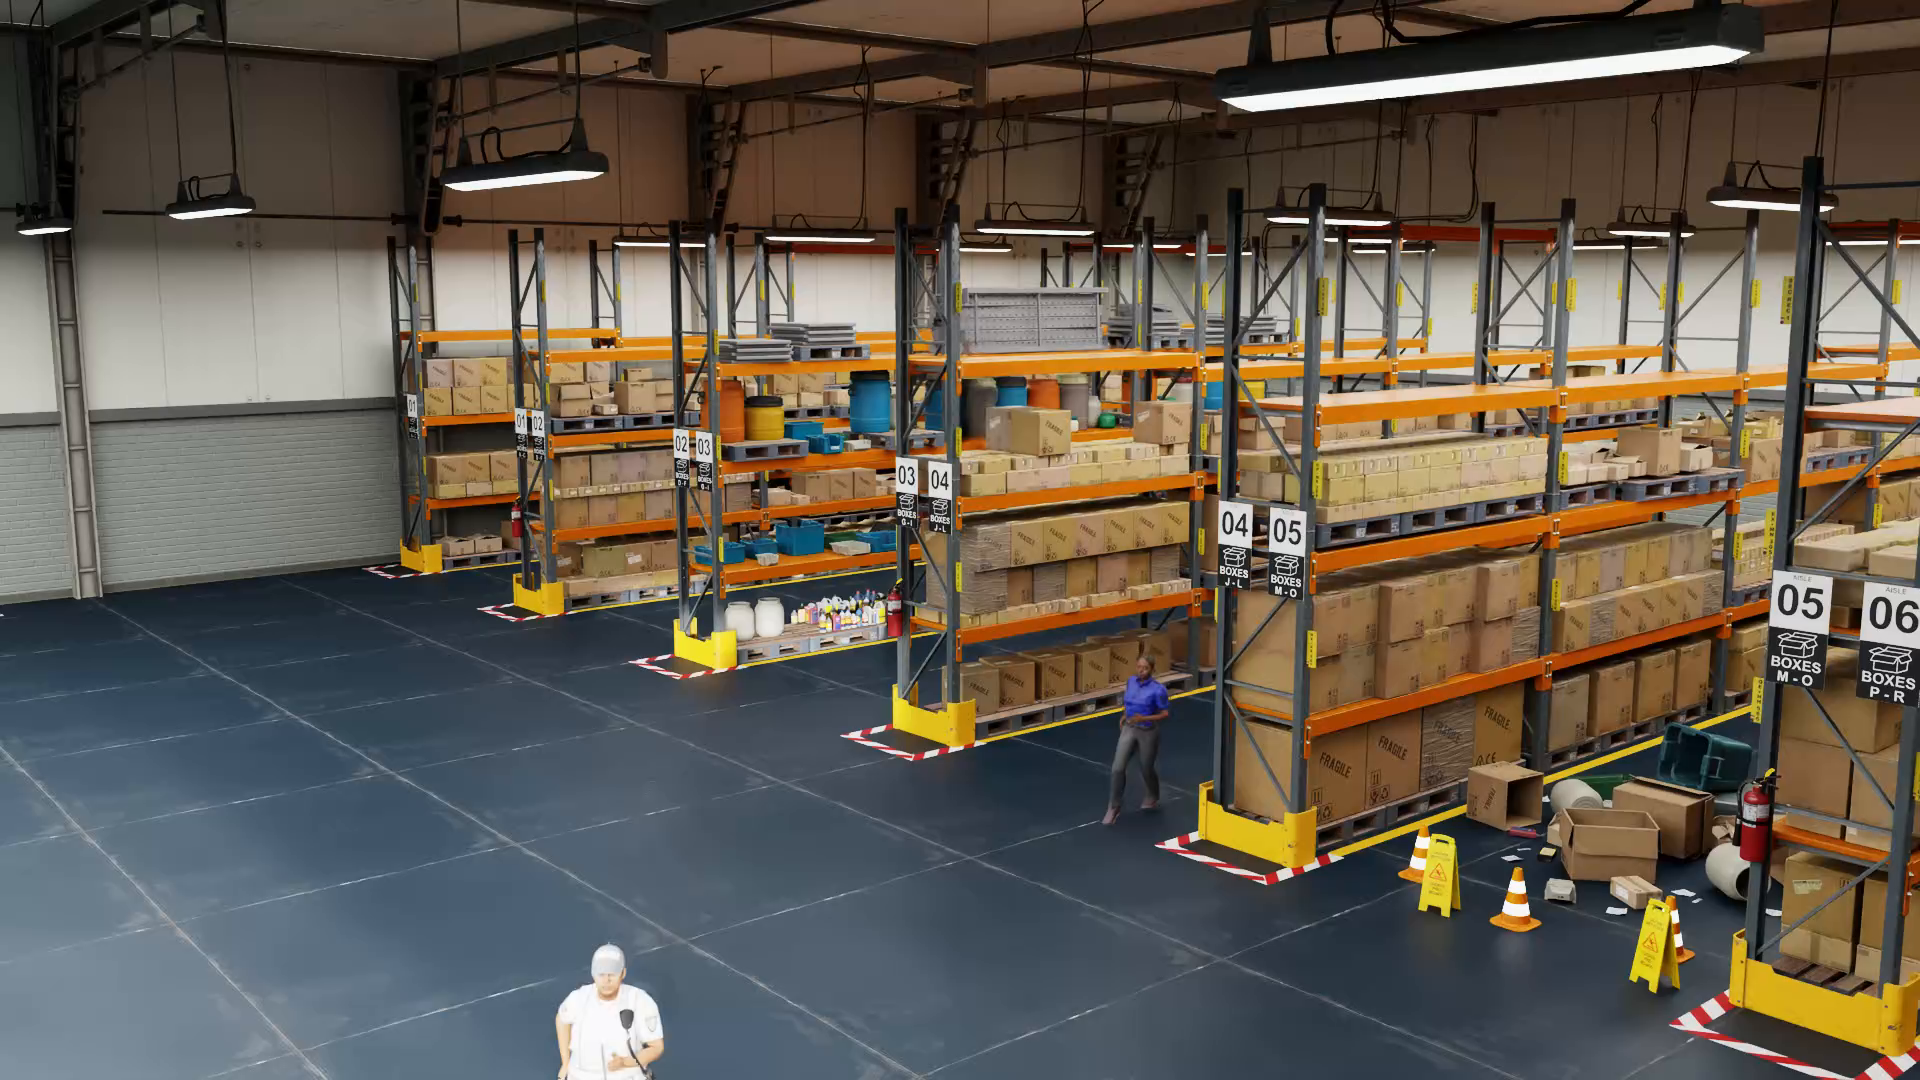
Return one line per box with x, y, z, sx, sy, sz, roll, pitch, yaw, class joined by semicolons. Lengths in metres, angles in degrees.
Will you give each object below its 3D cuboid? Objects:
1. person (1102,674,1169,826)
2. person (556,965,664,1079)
1.785;2.016;16.099;0.565;1.500;0.775;6;10;32;person
-1.873;2.921;8.912;0.579;1.536;0.734;-1;9;-10;person
